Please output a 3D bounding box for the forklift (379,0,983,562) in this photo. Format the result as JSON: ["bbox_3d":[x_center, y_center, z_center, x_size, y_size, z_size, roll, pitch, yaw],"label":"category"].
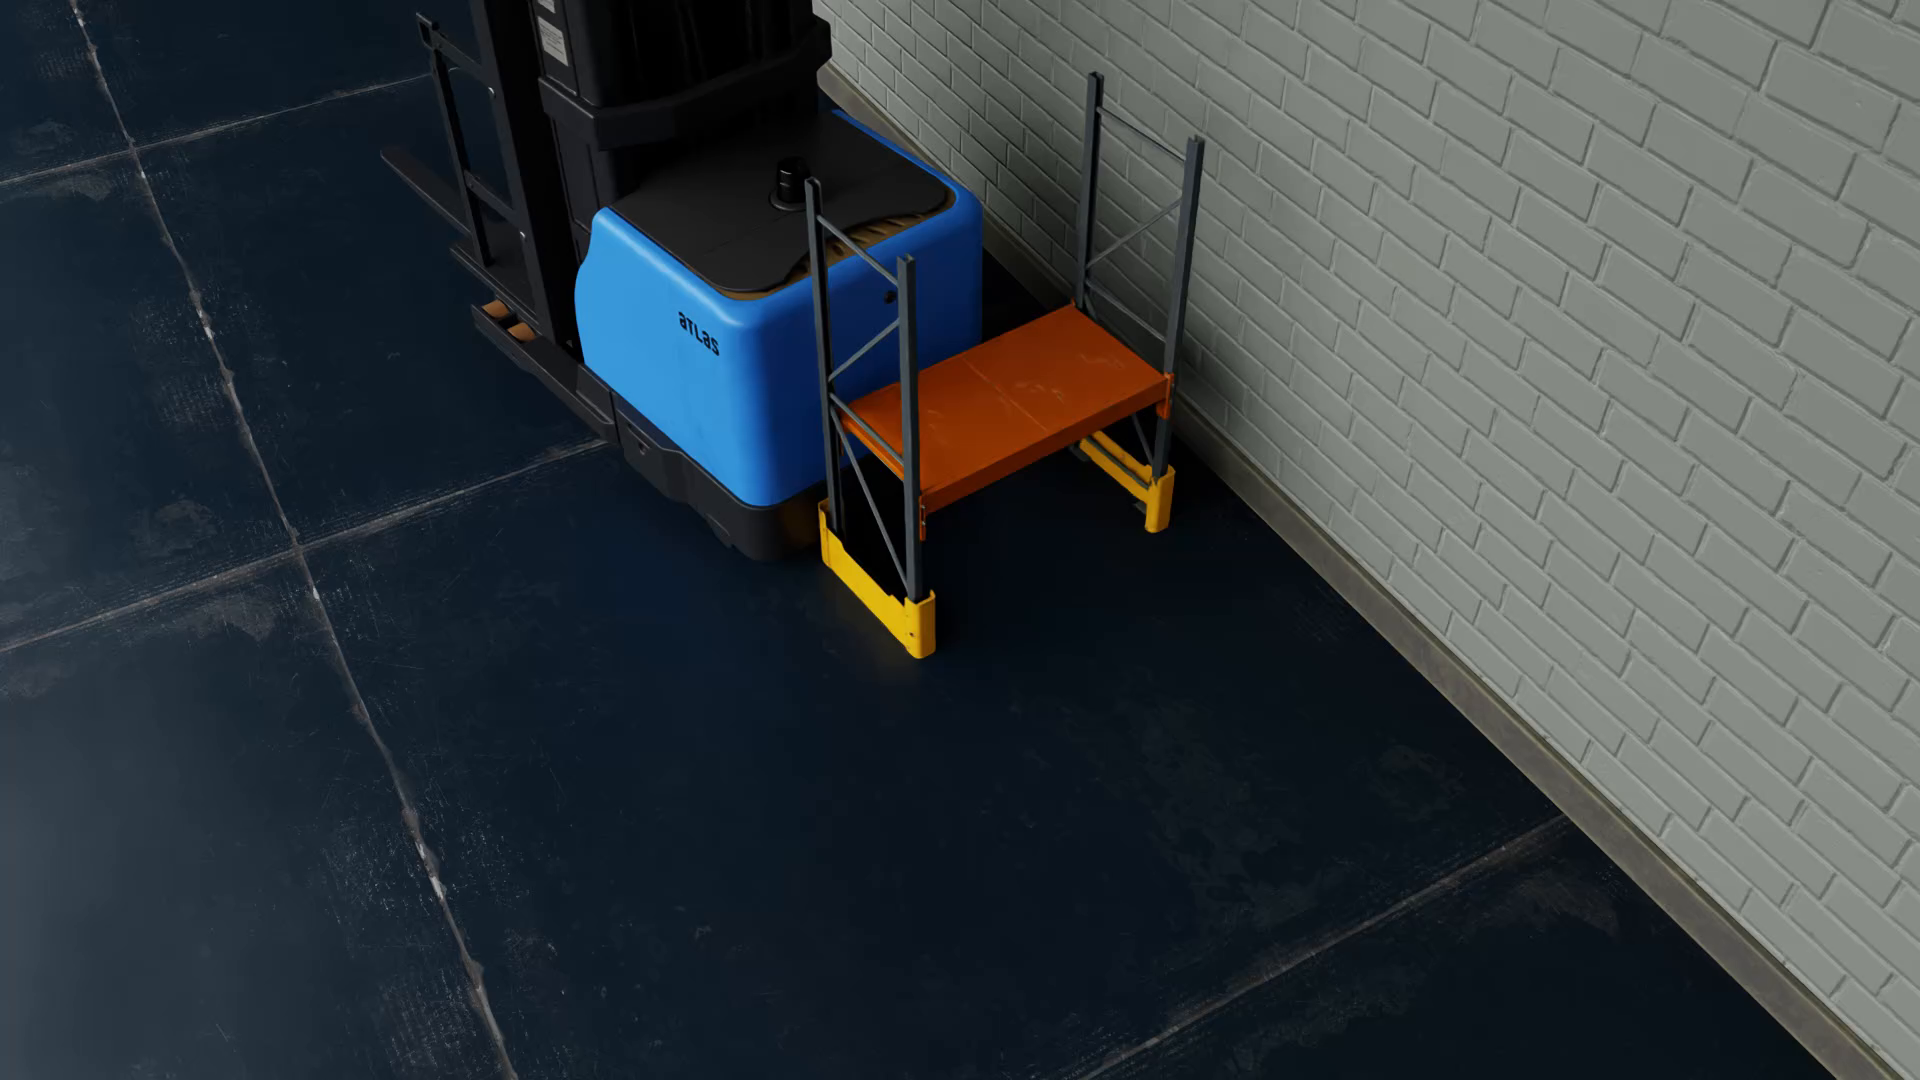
[{"bbox_3d":[-1.255,-1.930,5.635,1.130,2.935,3.031,-31,52,-28],"label":"forklift"}]

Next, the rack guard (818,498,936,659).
[{"bbox_3d":[-0.274,0.118,5.449,0.087,0.250,0.587,-27,50,-25],"label":"rack guard"}]

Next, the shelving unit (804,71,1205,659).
[{"bbox_3d":[0.129,-0.534,5.224,1.083,1.500,0.587,-27,50,-25],"label":"shelving unit"}]

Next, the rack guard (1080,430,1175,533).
[{"bbox_3d":[0.532,-0.290,5.869,0.087,0.250,0.587,-27,50,-25],"label":"rack guard"}]

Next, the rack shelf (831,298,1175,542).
[{"bbox_3d":[0.136,-0.409,5.353,1.000,0.185,0.538,-27,50,-25],"label":"rack shelf"}]

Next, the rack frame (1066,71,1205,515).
[{"bbox_3d":[0.547,-0.746,5.442,0.032,1.500,0.500,-27,50,-25],"label":"rack frame"}]

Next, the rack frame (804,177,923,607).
[{"bbox_3d":[-0.275,-0.330,5.013,0.032,1.500,0.500,-27,50,-25],"label":"rack frame"}]
